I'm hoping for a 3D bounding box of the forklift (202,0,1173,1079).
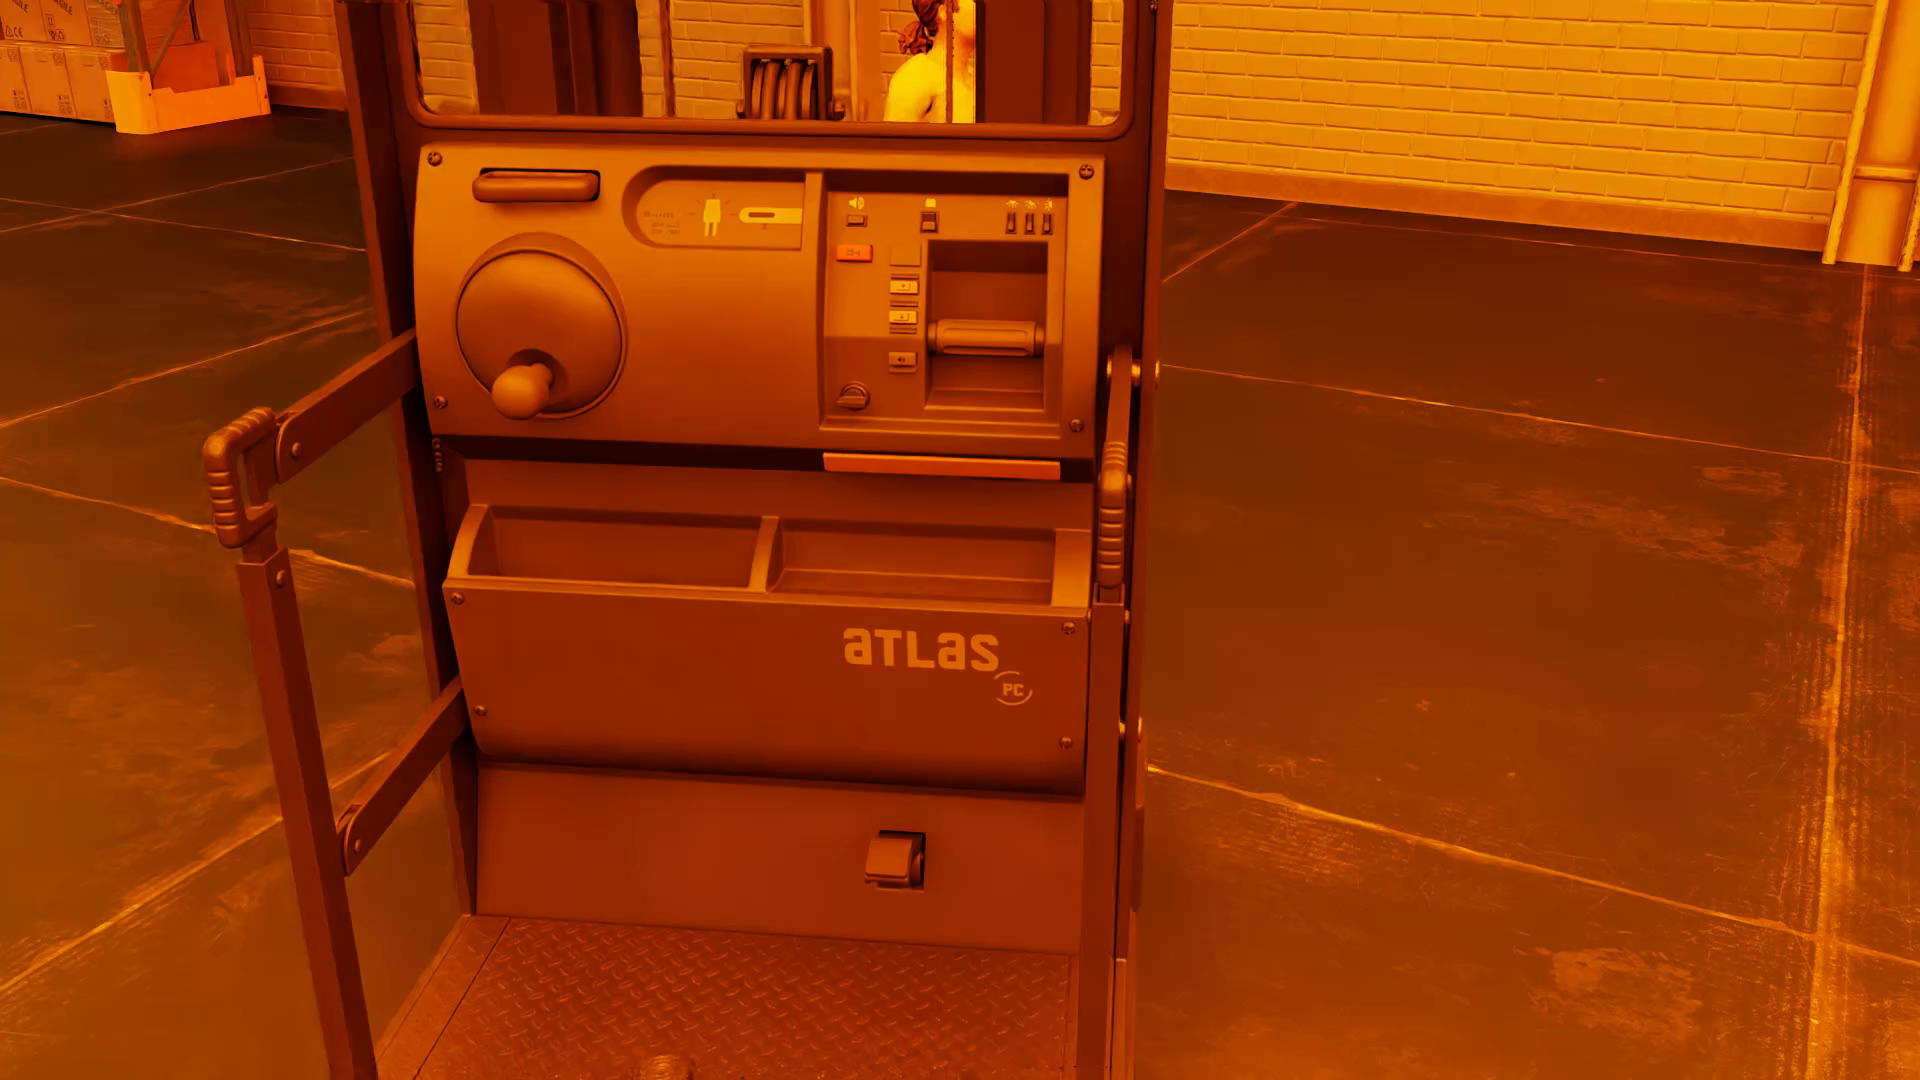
[{"bbox_3d":[-0.298,-0.309,2.034,1.130,2.935,3.031,2,23,6],"label":"forklift"}]

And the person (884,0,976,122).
[{"bbox_3d":[0.061,-0.761,4.696,0.548,1.673,0.553,11,25,25],"label":"person"}]
